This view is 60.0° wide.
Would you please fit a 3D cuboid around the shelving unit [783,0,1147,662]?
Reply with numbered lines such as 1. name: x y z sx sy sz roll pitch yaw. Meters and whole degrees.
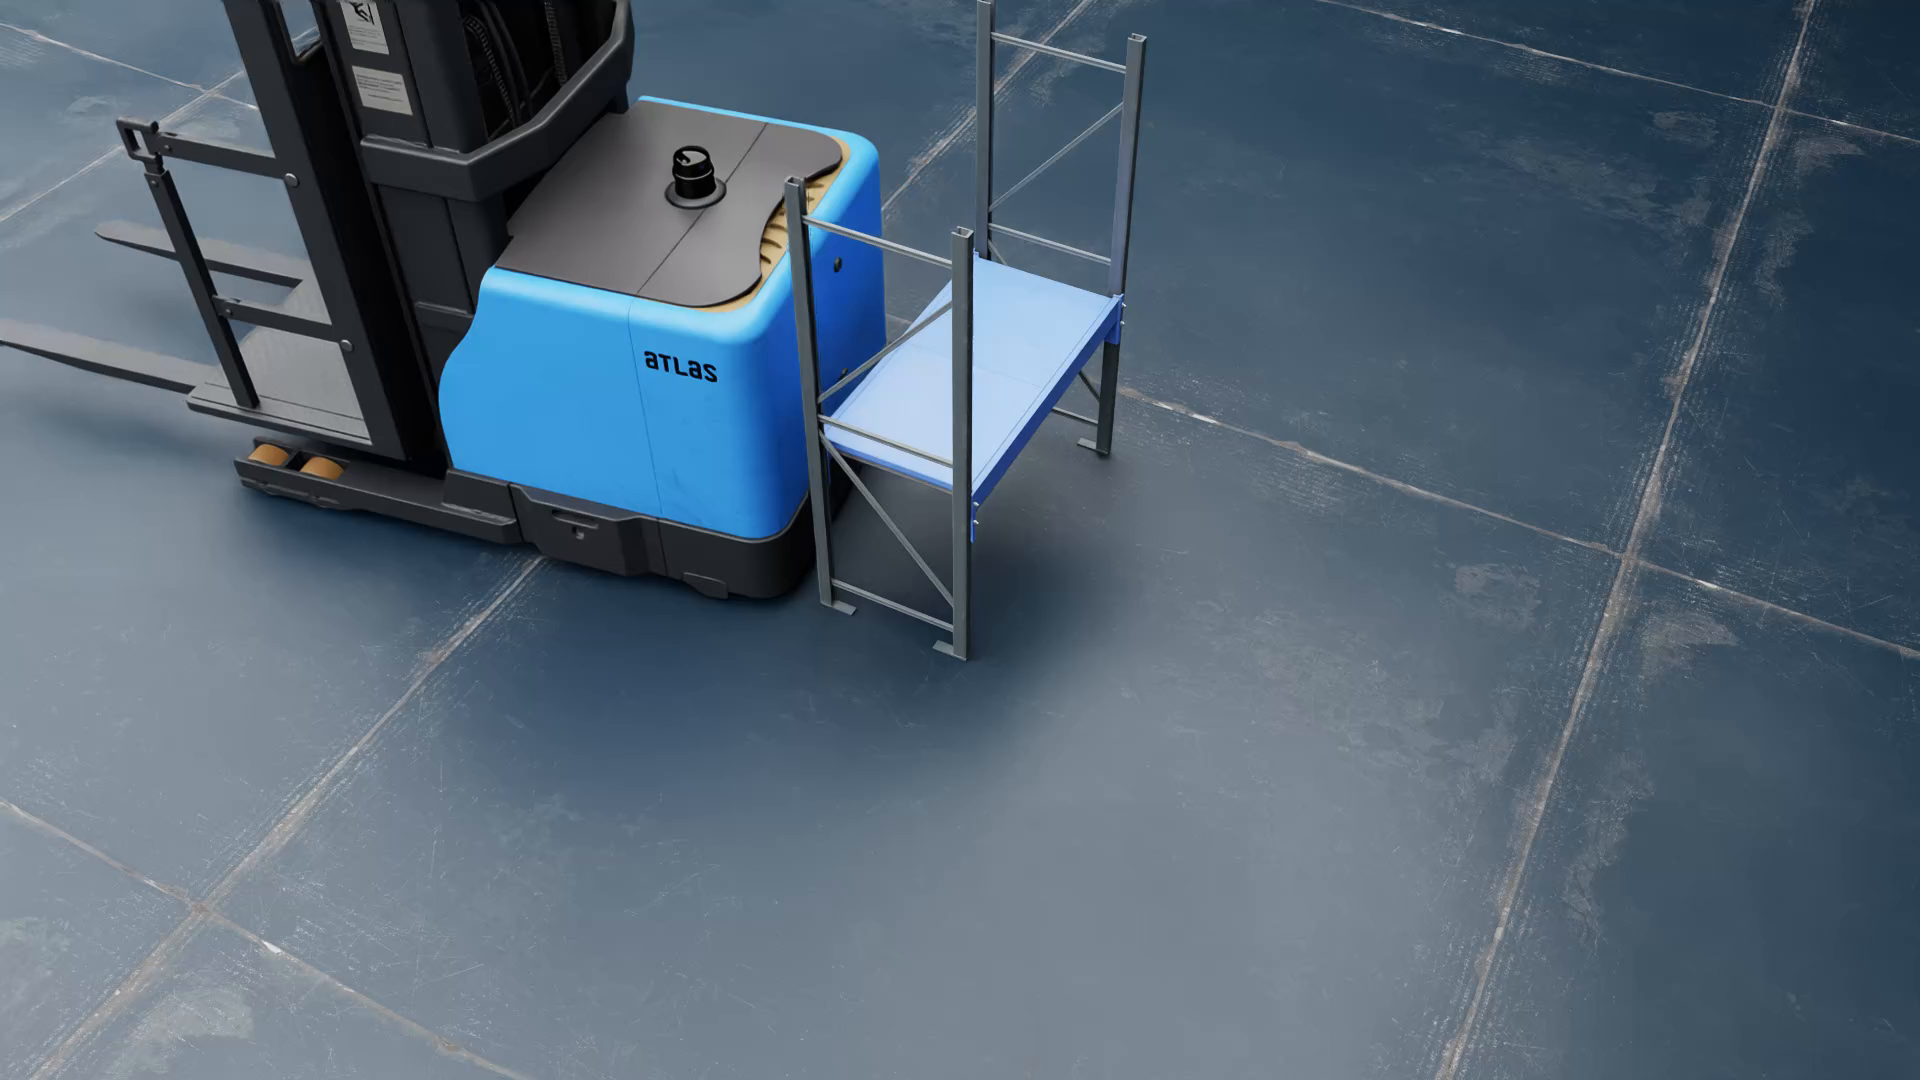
1. shelving unit: 0.040 -0.581 4.770 0.538 1.500 1.048 20 49 19

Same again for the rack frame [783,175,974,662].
1. rack frame: -0.196 -0.261 4.453 0.500 1.500 0.032 20 49 19

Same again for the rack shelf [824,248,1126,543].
1. rack shelf: 0.040 -0.455 4.898 0.538 0.185 1.000 20 49 19

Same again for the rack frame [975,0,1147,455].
1. rack frame: 0.276 -0.901 5.086 0.500 1.500 0.032 20 49 19

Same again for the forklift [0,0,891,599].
1. forklift: -1.800 -1.475 4.647 3.031 2.935 1.130 13 47 13
